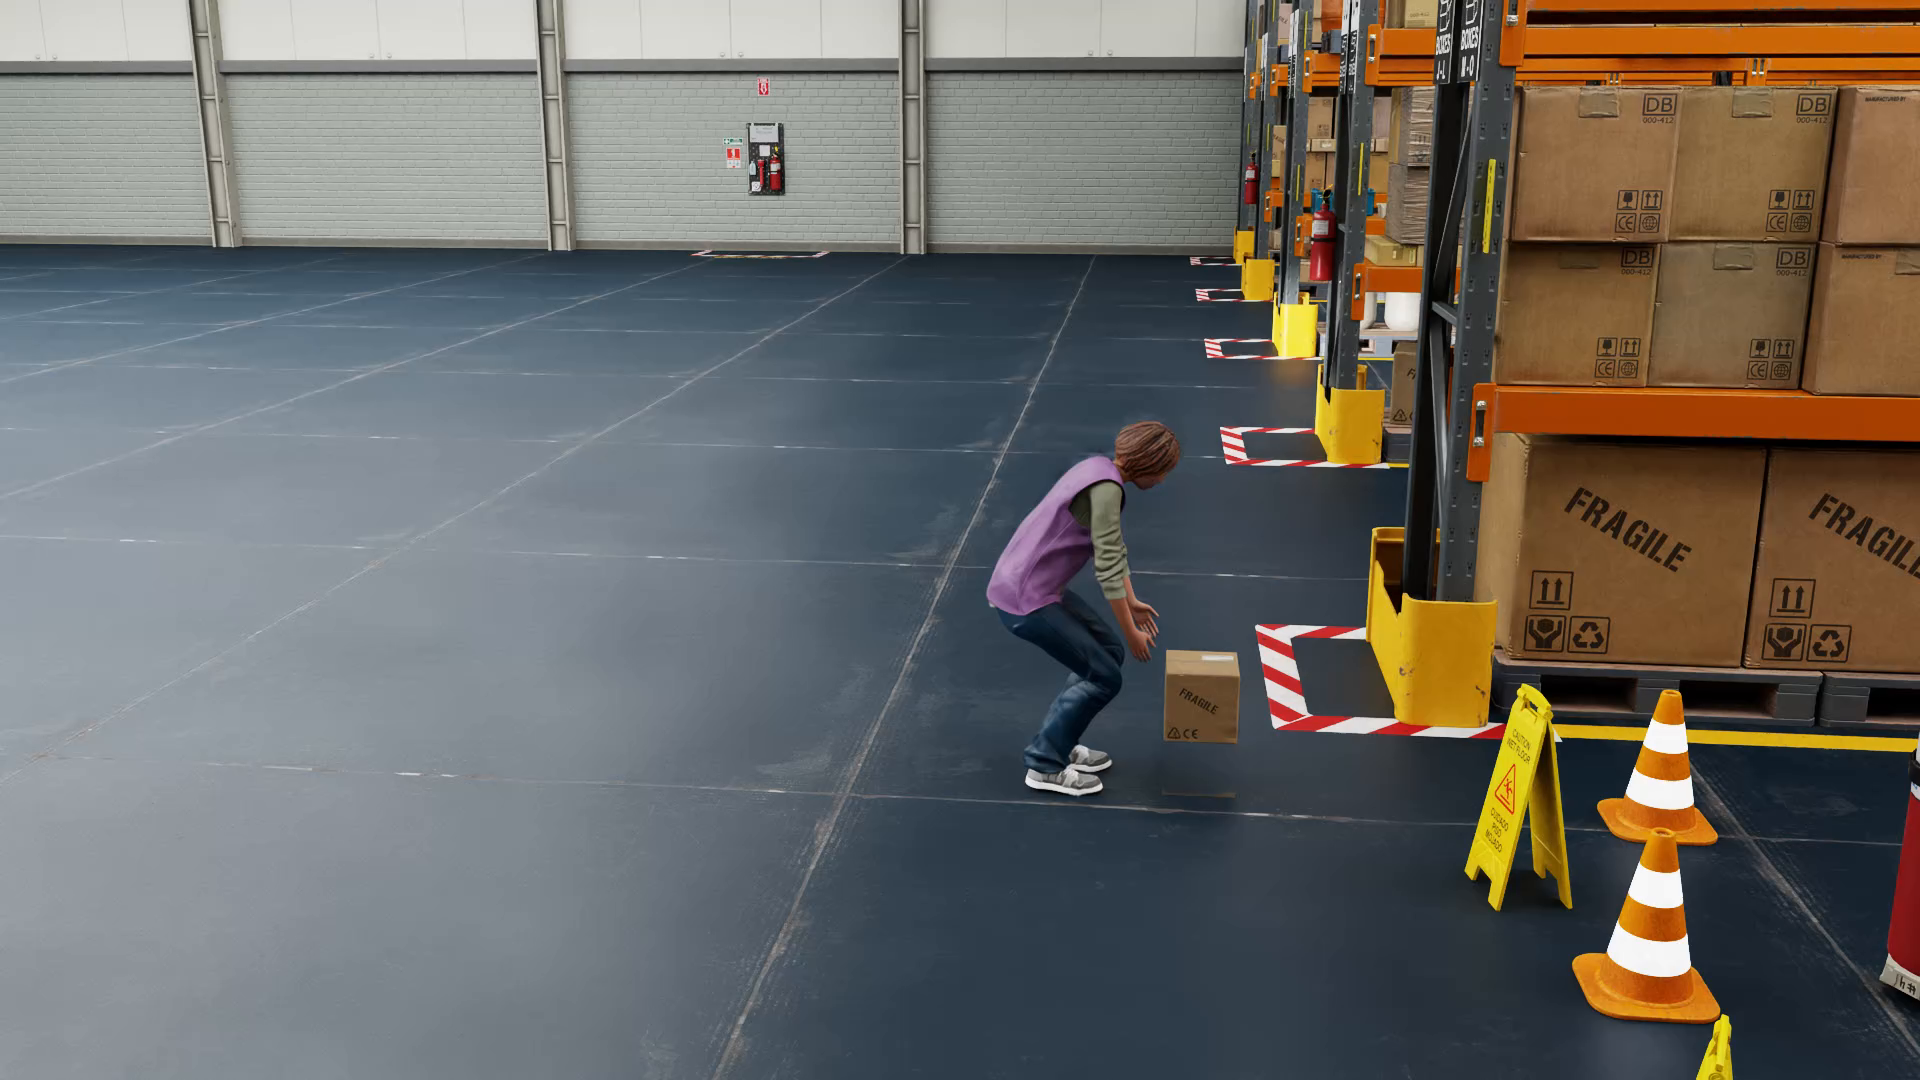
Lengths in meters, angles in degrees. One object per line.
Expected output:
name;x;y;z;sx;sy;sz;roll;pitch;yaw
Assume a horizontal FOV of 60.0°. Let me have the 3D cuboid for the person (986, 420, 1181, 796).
person;0.421;0.239;5.803;0.656;1.256;0.463;2;15;7
